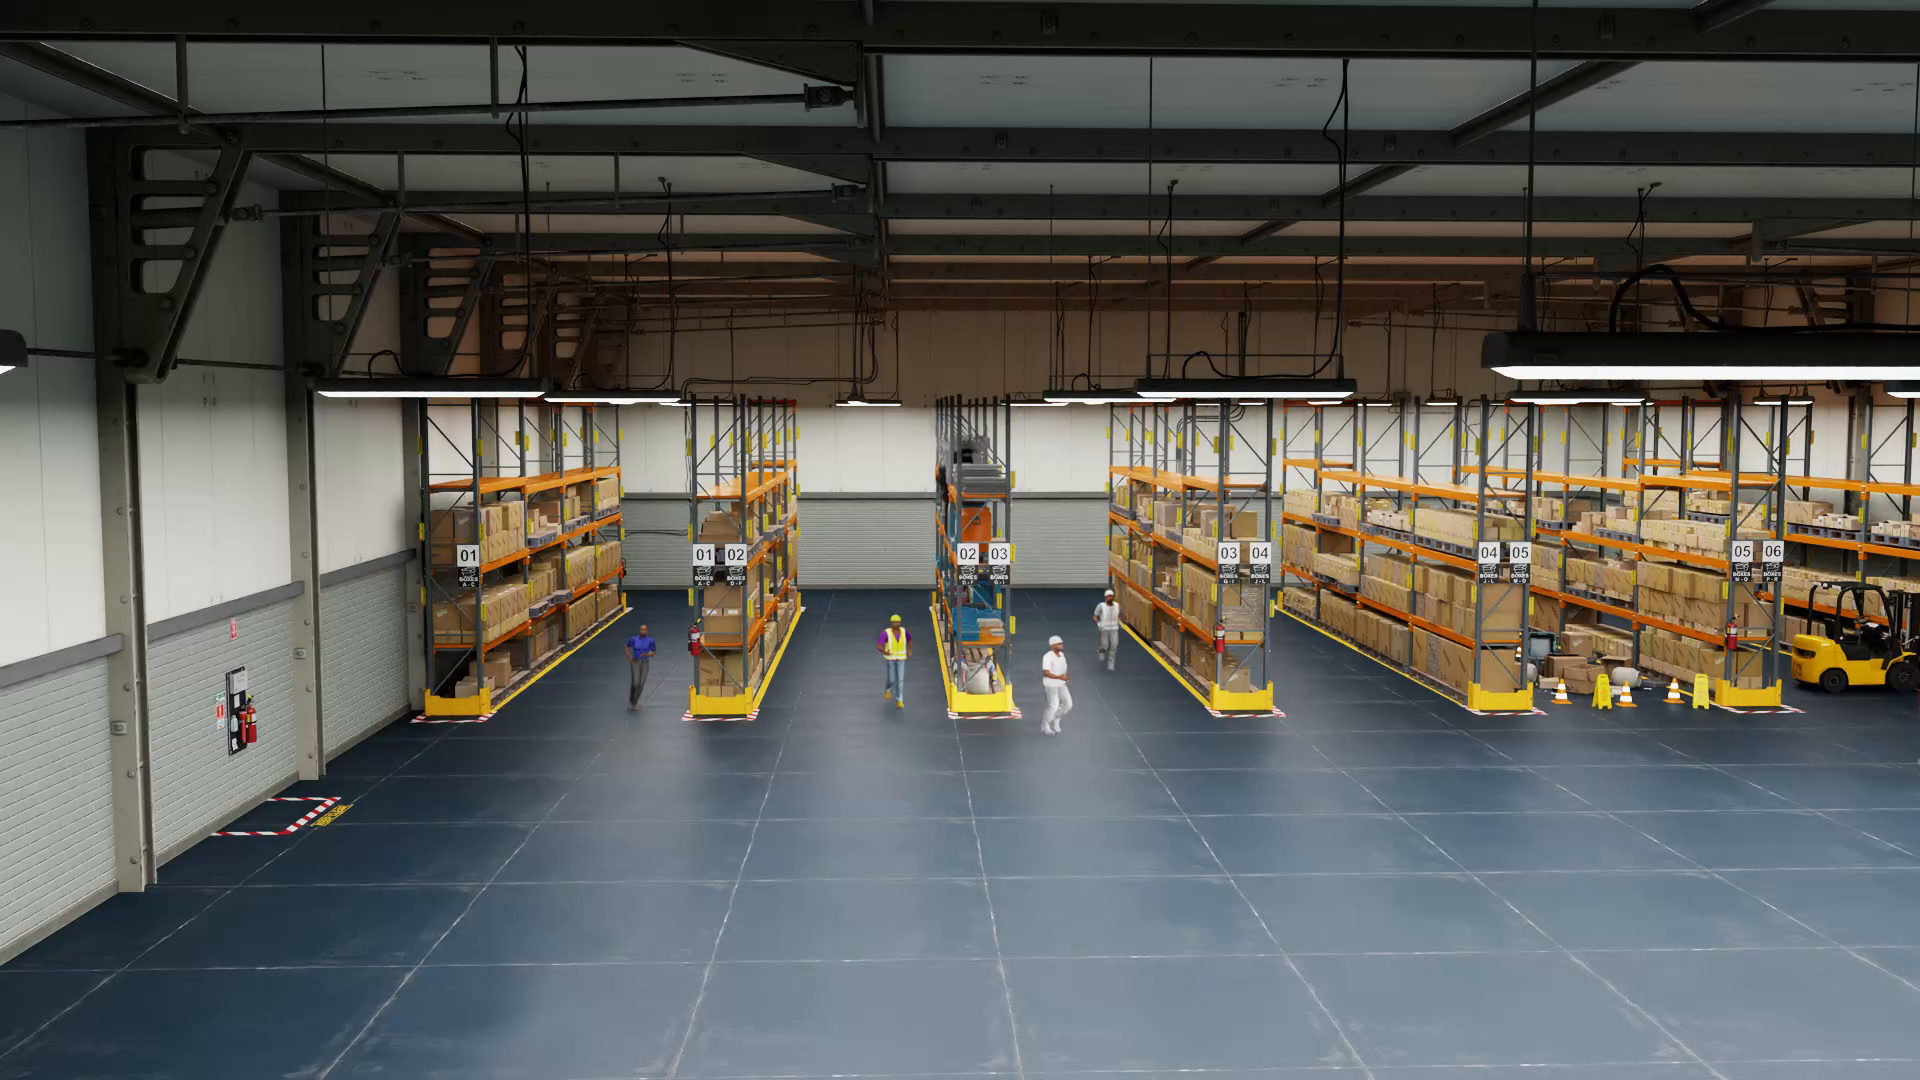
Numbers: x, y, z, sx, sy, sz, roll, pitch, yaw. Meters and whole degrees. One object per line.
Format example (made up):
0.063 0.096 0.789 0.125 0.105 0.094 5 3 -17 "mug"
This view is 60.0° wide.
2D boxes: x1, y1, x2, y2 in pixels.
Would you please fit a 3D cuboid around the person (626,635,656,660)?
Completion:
-6.072 2.044 31.716 0.532 0.506 0.389 -2 5 -20 "person"

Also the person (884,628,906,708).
-1.265 2.447 32.184 0.432 1.508 0.849 -2 5 -21 "person"

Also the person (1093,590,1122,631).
3.293 1.549 36.530 0.679 0.889 0.498 -1 5 -11 "person"

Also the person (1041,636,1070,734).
1.728 2.552 29.215 0.639 1.746 0.729 4 6 38 "person"
